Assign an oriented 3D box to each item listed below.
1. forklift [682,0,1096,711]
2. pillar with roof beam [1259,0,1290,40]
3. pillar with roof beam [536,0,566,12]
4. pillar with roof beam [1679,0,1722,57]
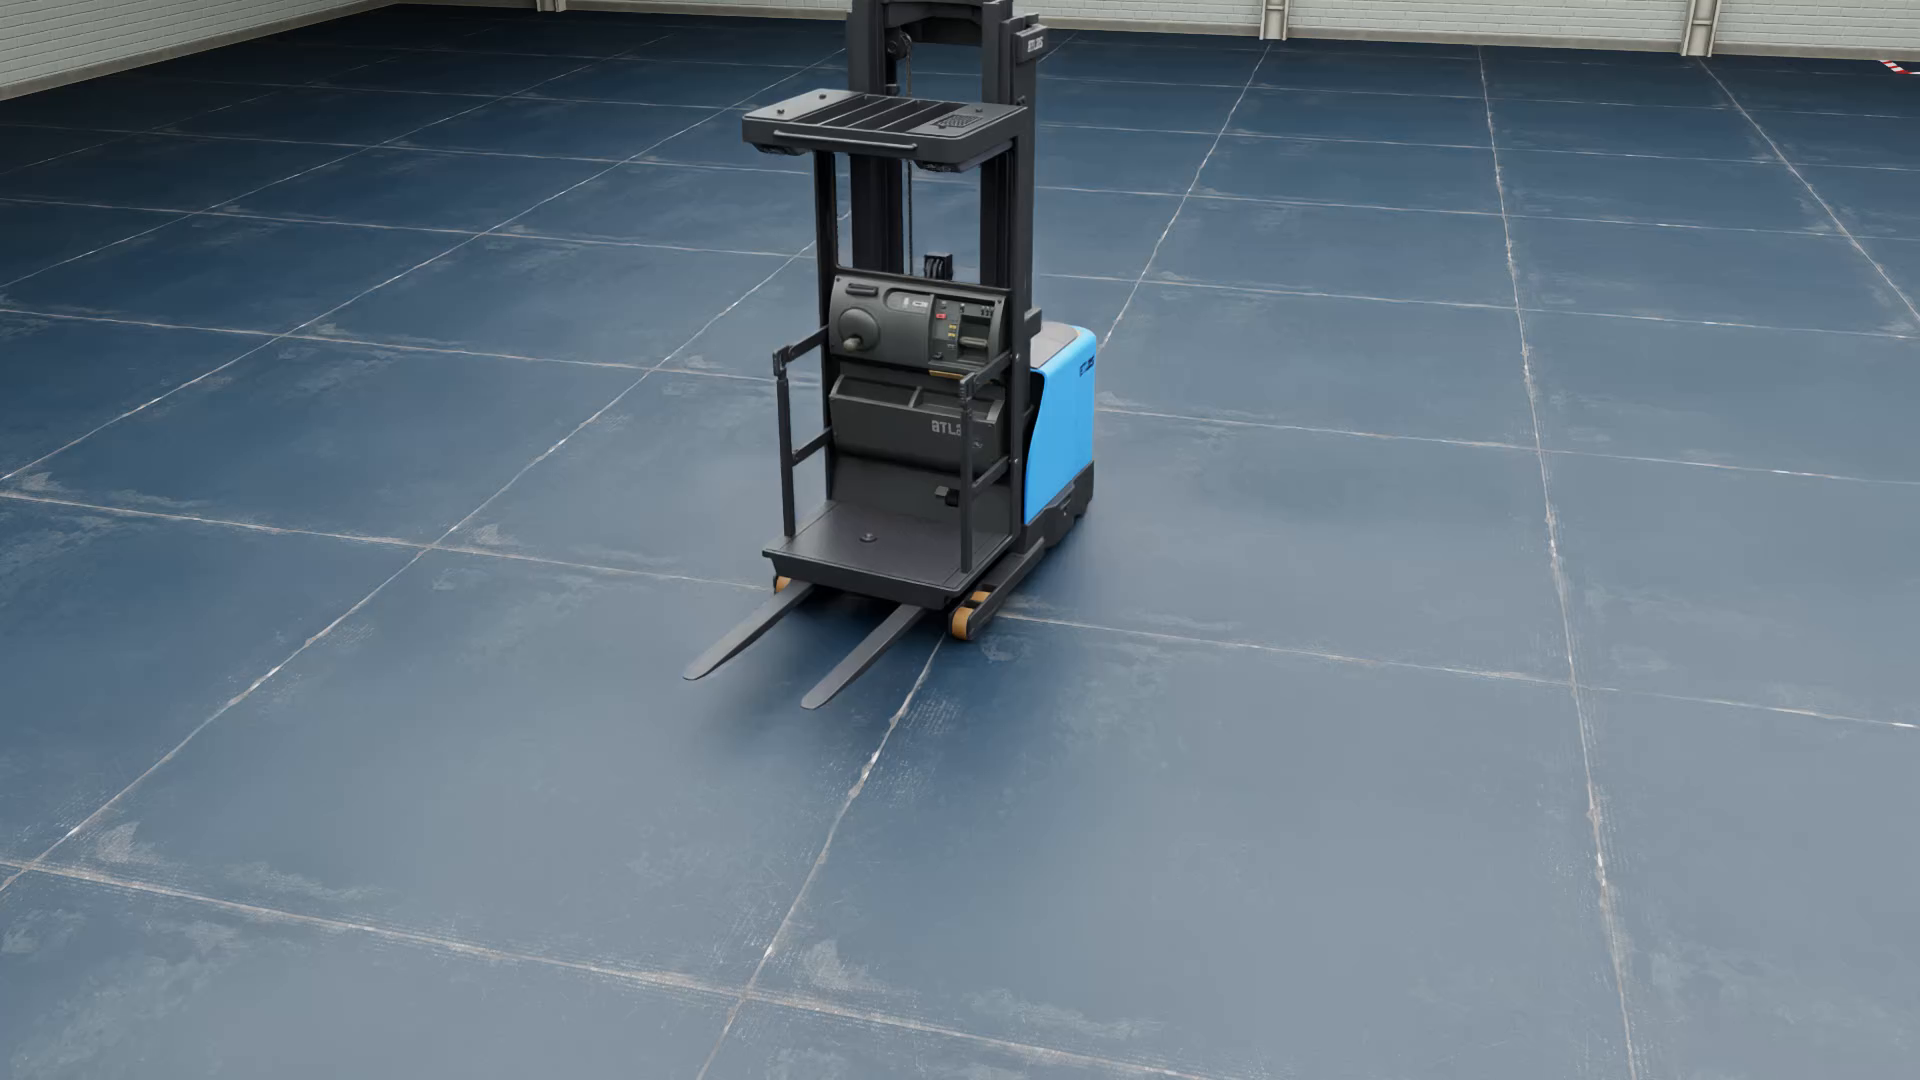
[{"bbox_3d":[-0.307,-1.039,8.023,1.130,2.935,3.031,11,28,22],"label":"forklift"},{"bbox_3d":[3.690,-9.897,19.569,0.400,9.000,9.100,6,26,13],"label":"pillar with roof beam"},{"bbox_3d":[-7.932,-11.182,22.268,0.400,9.000,9.100,6,26,13],"label":"pillar with roof beam"},{"bbox_3d":[9.501,-9.255,18.220,0.400,9.000,9.100,6,26,13],"label":"pillar with roof beam"}]
